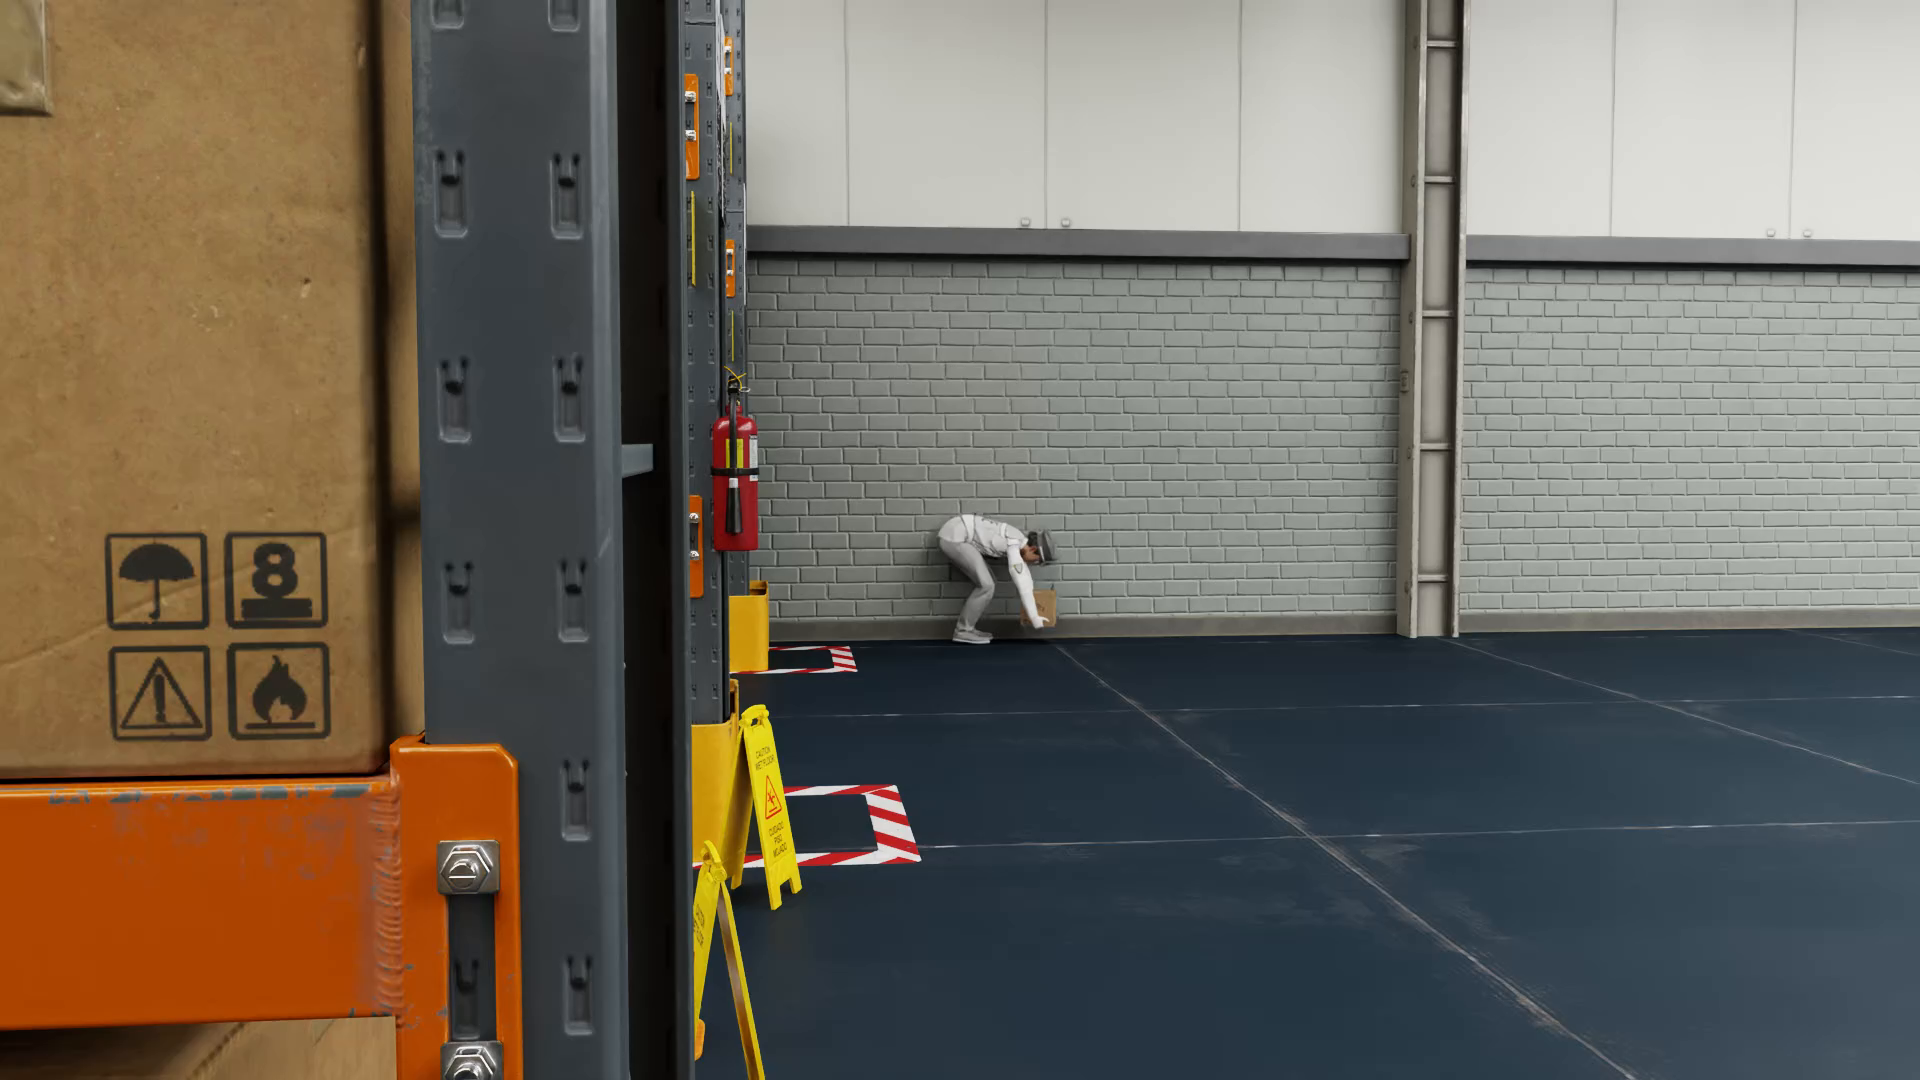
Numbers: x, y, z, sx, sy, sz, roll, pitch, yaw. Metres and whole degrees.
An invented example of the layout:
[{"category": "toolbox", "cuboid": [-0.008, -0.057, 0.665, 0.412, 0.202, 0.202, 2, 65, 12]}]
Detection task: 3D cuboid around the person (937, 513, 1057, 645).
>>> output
[{"category": "person", "cuboid": [0.276, 0.289, 12.493, 0.897, 0.972, 0.444, 0, 3, 4]}]
